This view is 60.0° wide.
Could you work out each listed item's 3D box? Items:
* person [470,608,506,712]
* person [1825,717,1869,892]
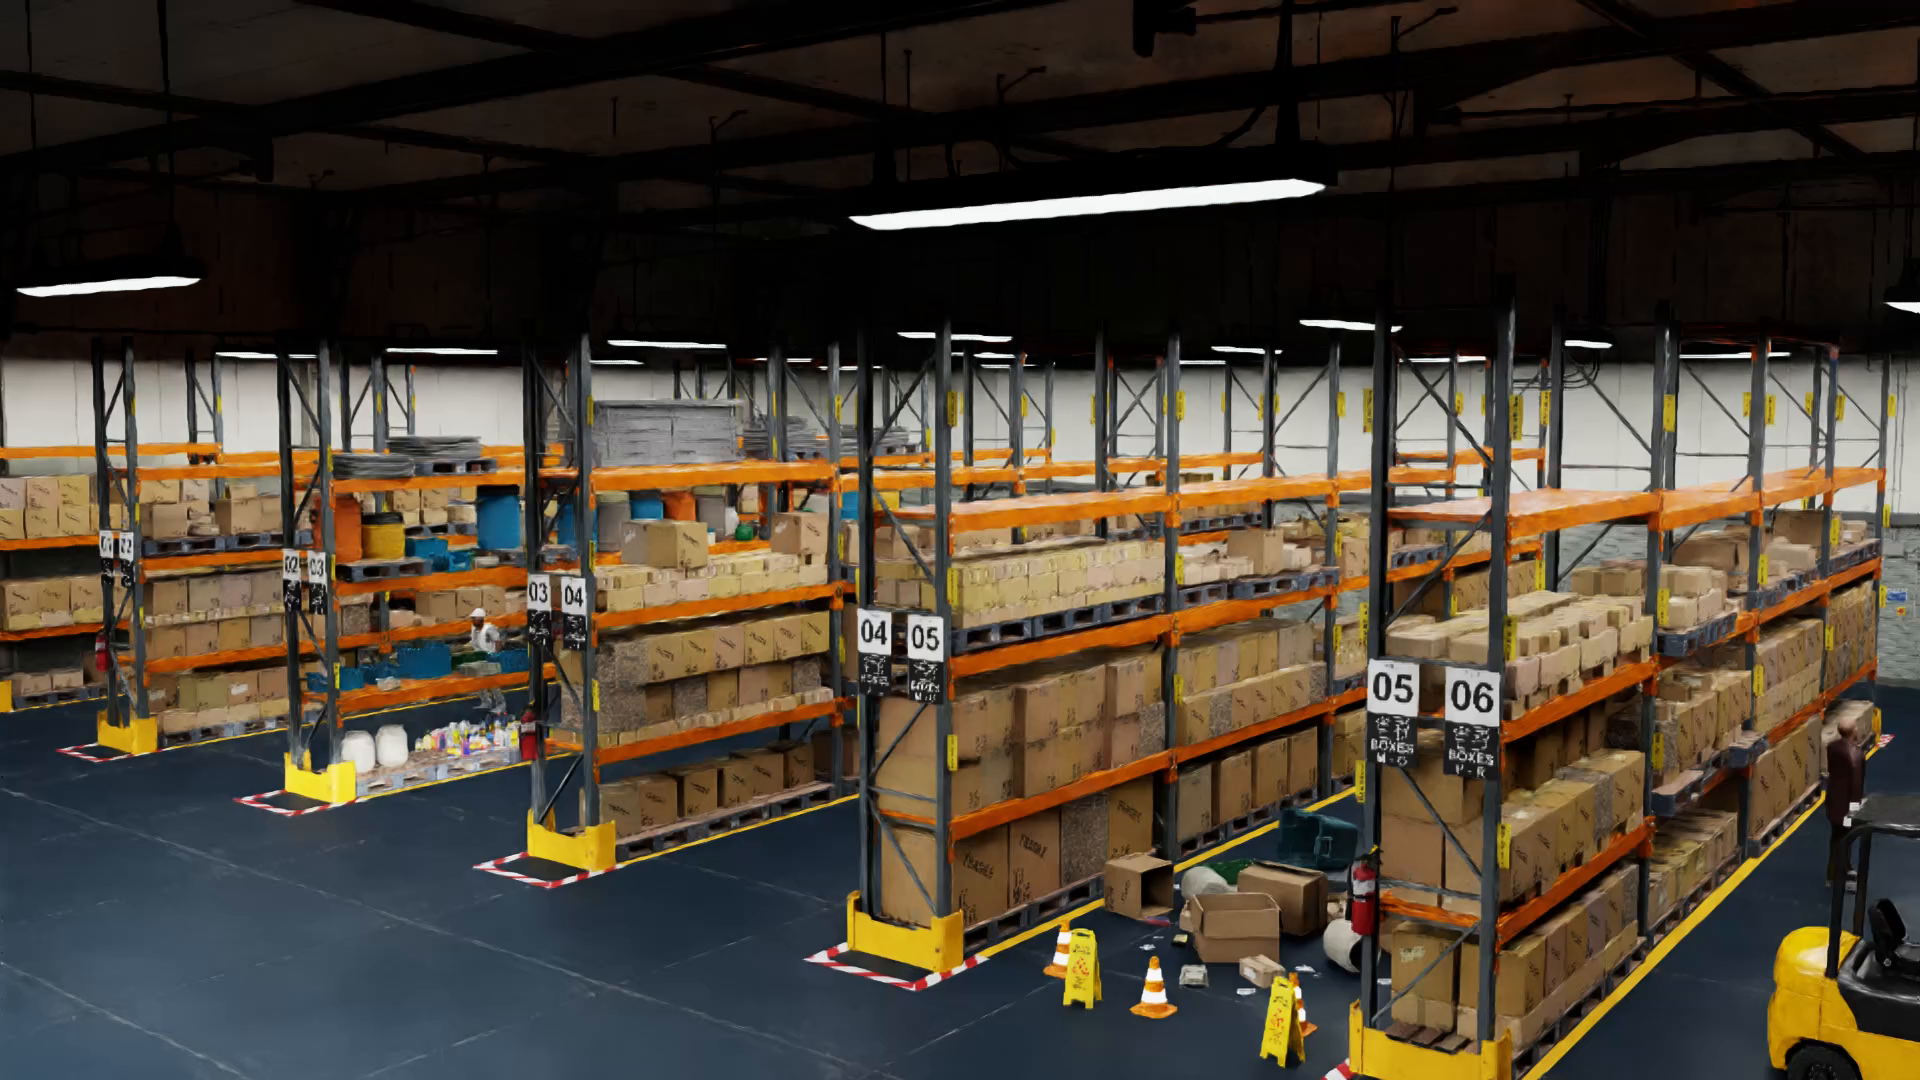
[{"bbox_3d":[-7.729,1.954,27.060,0.702,1.735,0.549,4,6,36],"label":"person"},{"bbox_3d":[9.332,2.842,17.445,0.514,1.589,0.638,1,5,6],"label":"person"}]
